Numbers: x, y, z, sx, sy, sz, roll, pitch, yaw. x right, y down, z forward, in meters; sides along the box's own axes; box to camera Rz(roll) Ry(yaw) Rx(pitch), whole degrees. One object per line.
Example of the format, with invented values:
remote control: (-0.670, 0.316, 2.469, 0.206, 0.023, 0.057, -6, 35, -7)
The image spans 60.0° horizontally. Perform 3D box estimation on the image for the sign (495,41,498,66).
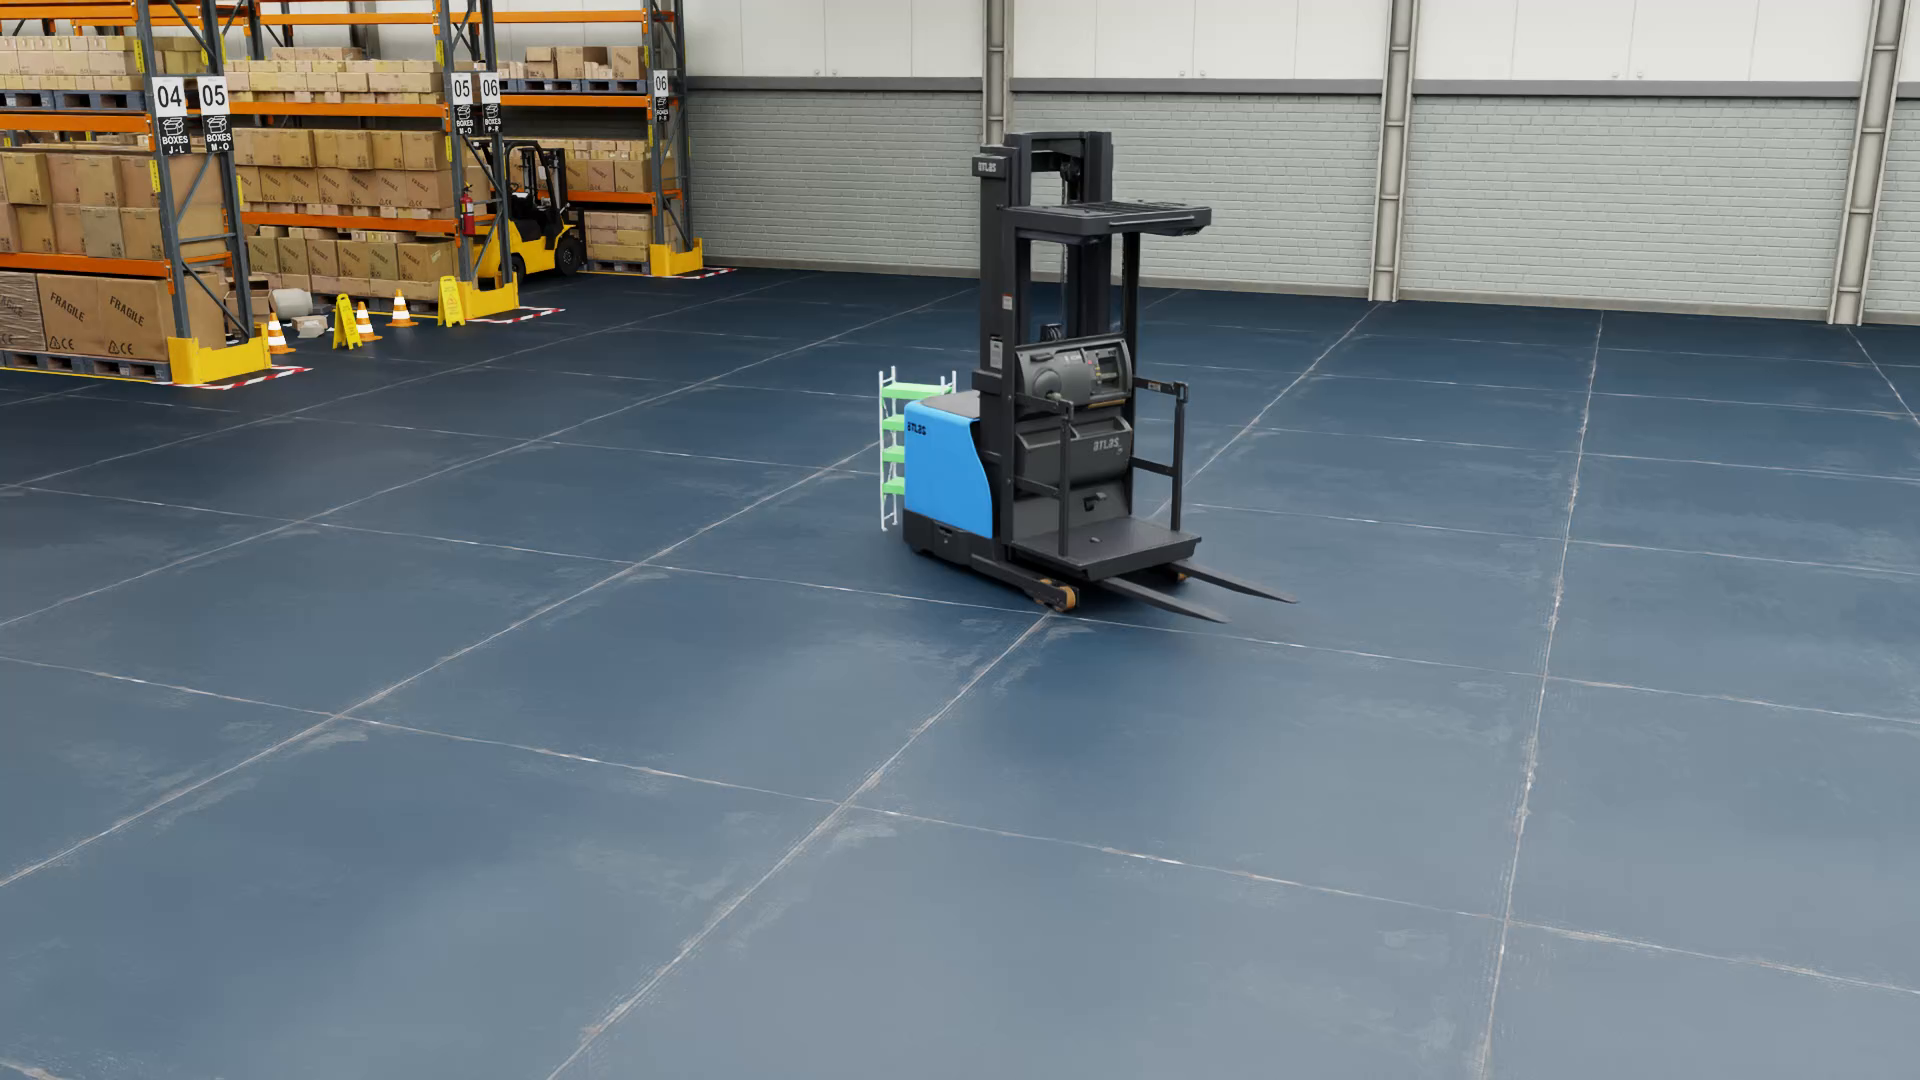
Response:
sign: (-6.298, -6.576, 22.496, 0.005, 0.325, 0.100, 6, 17, 21)

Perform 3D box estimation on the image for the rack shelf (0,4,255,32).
rack shelf: (-12.078, -7.532, 23.985, 4.000, 0.370, 1.077, 6, 17, 21)

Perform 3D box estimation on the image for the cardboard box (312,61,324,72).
cardboard box: (-8.568, -6.432, 22.590, 0.250, 0.149, 0.380, 7, 17, 22)

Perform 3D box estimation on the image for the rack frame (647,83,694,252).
rack frame: (-4.679, -5.862, 26.987, 0.127, 3.000, 1.000, 6, 17, 21)

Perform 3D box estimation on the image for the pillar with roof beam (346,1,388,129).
pillar with roof beam: (-12.157, -8.546, 25.469, 0.400, 9.000, 9.100, 6, 17, 21)

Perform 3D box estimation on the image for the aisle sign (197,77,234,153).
aisle sign: (-8.043, -4.600, 17.974, 0.004, 0.787, 0.394, 6, 17, 21)

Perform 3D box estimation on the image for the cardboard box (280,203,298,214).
cardboard box: (-9.313, -4.682, 23.371, 0.250, 0.149, 0.380, 7, 18, 22)

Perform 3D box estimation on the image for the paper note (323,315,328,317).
paper note: (-8.690, -3.050, 22.625, 0.148, 0.019, 0.142, 0, 16, 1)

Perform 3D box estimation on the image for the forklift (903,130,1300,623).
forklift: (0.886, -1.103, 10.717, 1.130, 2.935, 3.031, -12, 20, -36)

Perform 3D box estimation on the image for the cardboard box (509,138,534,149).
cardboard box: (-7.242, -6.565, 27.530, 0.250, 0.149, 0.380, 6, 17, 20)

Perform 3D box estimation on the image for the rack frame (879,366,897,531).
rack frame: (-0.534, -0.677, 12.353, 0.015, 1.200, 0.240, 6, 17, 21)

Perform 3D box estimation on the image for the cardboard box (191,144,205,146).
cardboard box: (-11.015, -5.550, 24.444, 0.500, 0.500, 0.500, 6, 17, 21)

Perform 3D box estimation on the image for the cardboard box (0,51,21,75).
cardboard box: (-10.177, -5.174, 18.038, 0.500, 0.250, 0.500, 6, 17, 21)

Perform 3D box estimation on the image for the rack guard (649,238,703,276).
rack guard: (-4.657, -4.660, 27.327, 0.348, 0.500, 1.175, 6, 17, 21)

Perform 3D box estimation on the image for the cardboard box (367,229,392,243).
cardboard box: (-7.936, -4.188, 22.891, 0.250, 0.149, 0.380, 7, 17, 22)

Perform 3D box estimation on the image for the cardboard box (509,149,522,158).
cardboard box: (-7.260, -6.413, 27.541, 0.250, 0.149, 0.380, 6, 17, 20)

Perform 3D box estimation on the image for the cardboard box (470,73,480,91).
cardboard box: (-6.867, -6.207, 22.528, 0.500, 0.250, 0.500, 6, 17, 20)

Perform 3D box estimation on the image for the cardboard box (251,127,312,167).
cardboard box: (-9.421, -5.496, 23.218, 0.500, 0.500, 0.700, 6, 17, 21)

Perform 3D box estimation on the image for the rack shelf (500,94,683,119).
rack shelf: (-6.539, -7.162, 27.374, 4.000, 0.370, 1.077, 6, 17, 21)

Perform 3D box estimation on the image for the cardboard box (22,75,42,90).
cardboard box: (-9.834, -4.926, 17.900, 0.250, 0.149, 0.380, 6, 17, 21)

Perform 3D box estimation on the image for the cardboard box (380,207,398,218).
cardboard box: (-7.681, -4.484, 22.690, 0.250, 0.149, 0.380, 7, 17, 22)

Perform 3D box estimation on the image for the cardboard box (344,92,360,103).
cardboard box: (-8.112, -5.997, 22.520, 0.250, 0.149, 0.380, 6, 17, 19)

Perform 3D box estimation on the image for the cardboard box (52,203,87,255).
cardboard box: (-9.575, -3.519, 18.647, 0.550, 0.550, 0.875, 6, 17, 21)

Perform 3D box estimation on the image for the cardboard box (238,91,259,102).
cardboard box: (-9.796, -6.166, 23.104, 0.250, 0.149, 0.380, 6, 17, 21)

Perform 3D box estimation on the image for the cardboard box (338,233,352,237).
cardboard box: (-8.620, -4.131, 23.856, 0.500, 0.500, 0.500, 7, 18, 24)

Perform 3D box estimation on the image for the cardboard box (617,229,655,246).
cardboard box: (-5.246, -4.952, 27.134, 0.500, 0.250, 0.500, 6, 17, 20)

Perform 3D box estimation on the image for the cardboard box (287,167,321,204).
cardboard box: (-8.973, -4.957, 23.157, 0.500, 0.500, 0.500, 6, 17, 20)

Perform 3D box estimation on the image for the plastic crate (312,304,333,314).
plastic crate: (-9.058, -3.208, 23.082, 0.583, 0.080, 0.402, 0, 16, 1)

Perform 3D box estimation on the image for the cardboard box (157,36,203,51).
cardboard box: (-8.413, -5.350, 17.929, 0.250, 0.149, 0.380, 6, 17, 21)

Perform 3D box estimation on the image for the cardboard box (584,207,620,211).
cardboard box: (-5.984, -5.426, 27.869, 0.500, 0.250, 0.500, 6, 17, 20)

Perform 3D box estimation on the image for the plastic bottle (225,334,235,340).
plastic bottle: (-9.242, -2.540, 20.813, 0.283, 0.061, 0.133, 0, 16, 1)

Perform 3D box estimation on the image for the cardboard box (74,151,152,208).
cardboard box: (-9.095, -3.951, 18.199, 0.550, 0.550, 0.875, 6, 17, 21)

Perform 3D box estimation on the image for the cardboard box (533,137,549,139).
cardboard box: (-7.033, -6.719, 28.060, 0.250, 0.149, 0.380, 6, 17, 20)

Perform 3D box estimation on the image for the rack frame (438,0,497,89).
rack frame: (-6.497, -7.456, 21.715, 0.127, 3.000, 1.000, 6, 17, 21)

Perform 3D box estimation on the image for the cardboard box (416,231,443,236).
cardboard box: (-8.889, -5.383, 28.843, 0.625, 0.625, 0.875, 7, 18, 23)

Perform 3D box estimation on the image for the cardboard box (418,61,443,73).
cardboard box: (-6.920, -6.236, 21.912, 0.250, 0.149, 0.380, 6, 17, 21)

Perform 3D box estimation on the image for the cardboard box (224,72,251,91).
cardboard box: (-9.909, -6.379, 23.122, 0.500, 0.250, 0.500, 6, 17, 19)

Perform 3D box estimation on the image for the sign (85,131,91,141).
sign: (-16.034, -7.364, 30.607, 0.005, 0.325, 0.100, 6, 17, 21)

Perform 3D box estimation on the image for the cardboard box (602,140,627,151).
cardboard box: (-5.584, -6.384, 26.906, 0.250, 0.149, 0.380, 7, 17, 22)

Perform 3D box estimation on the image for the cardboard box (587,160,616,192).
cardboard box: (-5.712, -5.948, 27.103, 0.500, 0.500, 0.500, 7, 18, 22)

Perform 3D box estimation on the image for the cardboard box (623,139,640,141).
cardboard box: (-5.395, -6.513, 27.353, 0.250, 0.149, 0.380, 7, 17, 22)

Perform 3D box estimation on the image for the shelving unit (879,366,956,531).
shelving unit: (-0.308, -0.651, 12.264, 0.503, 1.200, 0.258, 6, 17, 21)

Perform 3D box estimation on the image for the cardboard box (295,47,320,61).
cardboard box: (-11.030, -8.256, 28.740, 0.500, 0.500, 0.700, 6, 17, 20)

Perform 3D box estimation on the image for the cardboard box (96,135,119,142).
cardboard box: (-15.474, -7.232, 30.773, 0.500, 0.500, 0.700, 7, 18, 22)

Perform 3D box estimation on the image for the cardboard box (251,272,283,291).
cardboard box: (-9.768, -3.735, 23.836, 0.500, 0.250, 0.500, 5, 17, 18)

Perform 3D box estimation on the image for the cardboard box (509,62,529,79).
cardboard box: (-7.131, -7.667, 27.130, 0.258, 0.266, 0.396, 6, 17, 19)

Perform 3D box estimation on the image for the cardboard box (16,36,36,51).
cardboard box: (-9.839, -5.310, 17.791, 0.250, 0.149, 0.380, 6, 17, 20)

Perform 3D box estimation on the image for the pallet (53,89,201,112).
pallet: (-8.913, -4.752, 17.940, 1.213, 0.211, 1.003, 6, 17, 21)

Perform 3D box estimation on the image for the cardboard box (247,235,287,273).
cardboard box: (-9.768, -4.095, 23.732, 0.500, 0.500, 0.500, 7, 18, 23)

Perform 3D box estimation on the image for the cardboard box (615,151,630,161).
cardboard box: (-5.353, -6.203, 26.818, 0.250, 0.149, 0.380, 7, 17, 22)

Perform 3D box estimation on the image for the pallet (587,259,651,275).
pallet: (-5.406, -4.591, 27.608, 1.213, 0.211, 1.003, 6, 17, 21)
